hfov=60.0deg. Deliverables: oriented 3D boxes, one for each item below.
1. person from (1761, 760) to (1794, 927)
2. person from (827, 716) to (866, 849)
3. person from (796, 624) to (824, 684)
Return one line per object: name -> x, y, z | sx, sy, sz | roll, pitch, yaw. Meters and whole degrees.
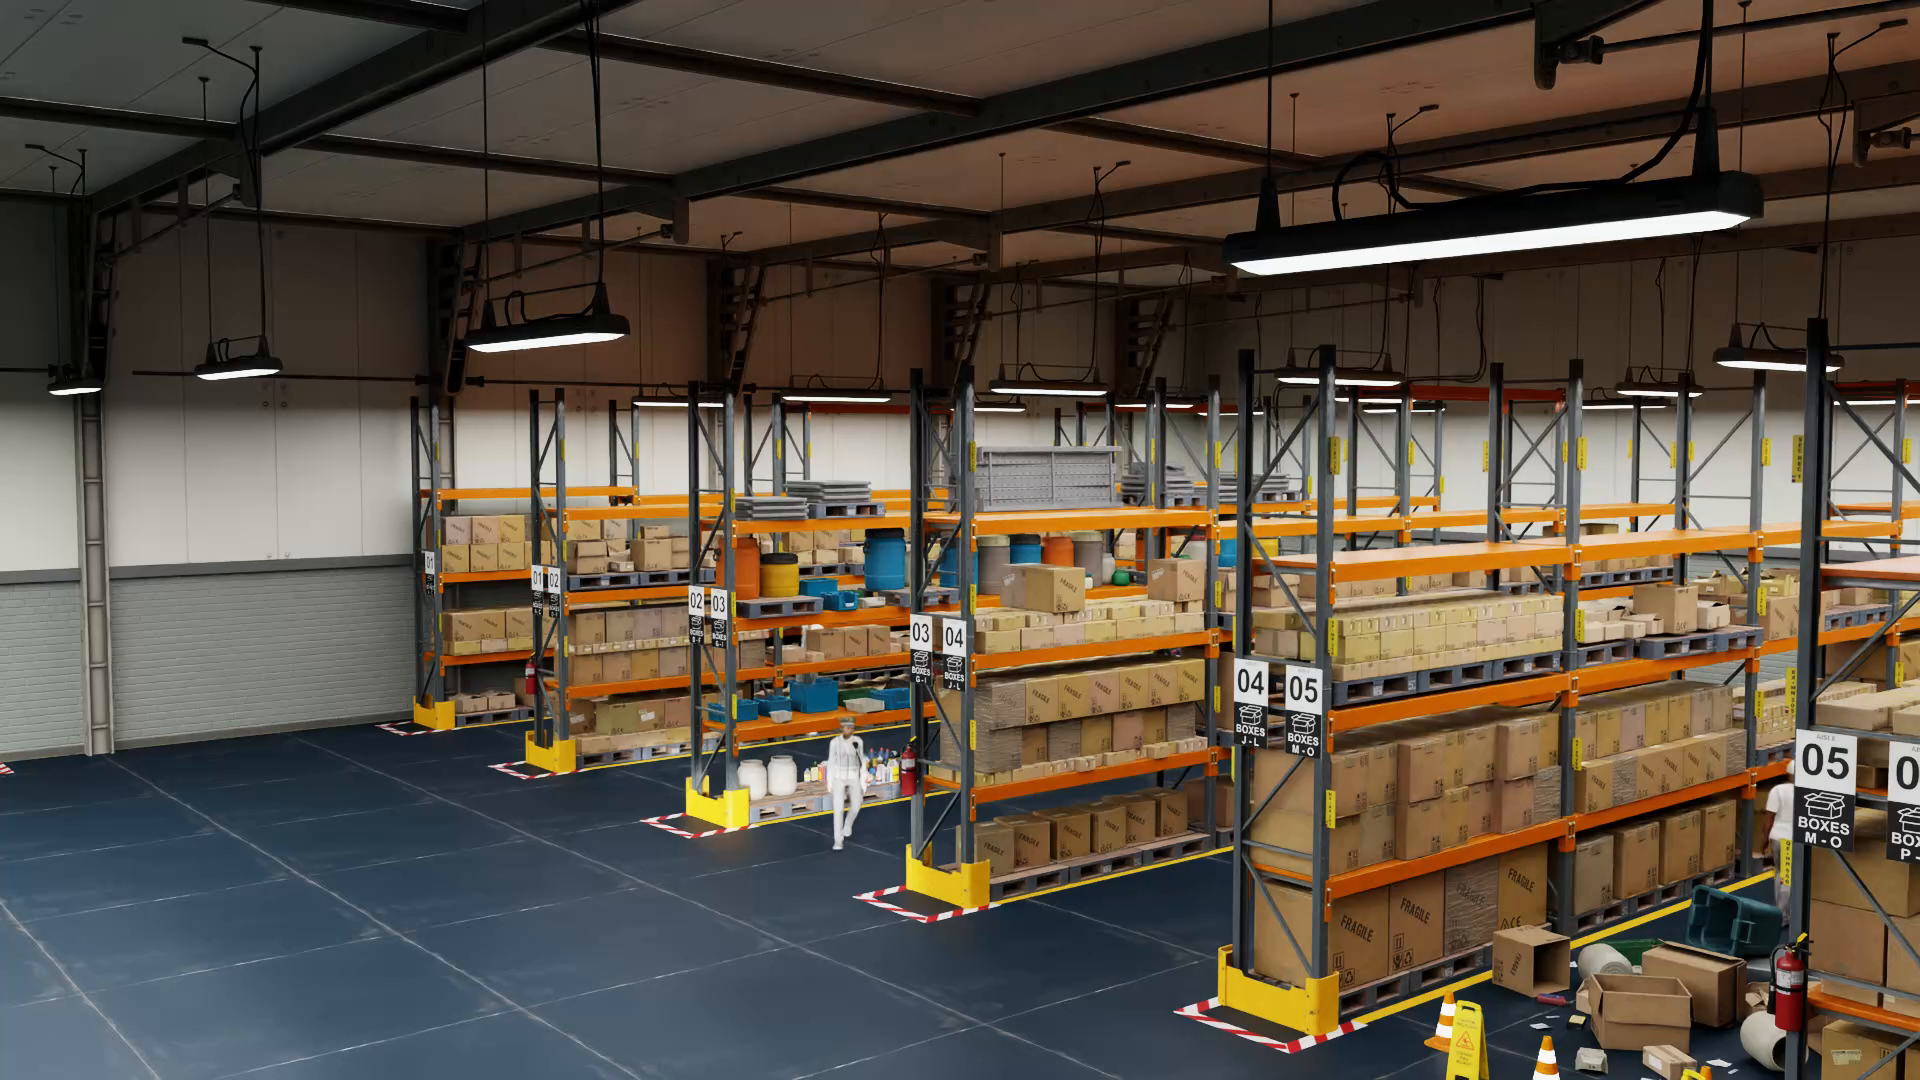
person -> 8.898, 3.259, 17.771 | 0.602, 1.809, 0.532 | -3, 5, -43
person -> -1.460, 3.069, 21.320 | 0.495, 1.655, 0.678 | -1, 3, -14
person -> -3.052, 2.343, 33.236 | 0.617, 1.812, 0.756 | 2, 4, 27
